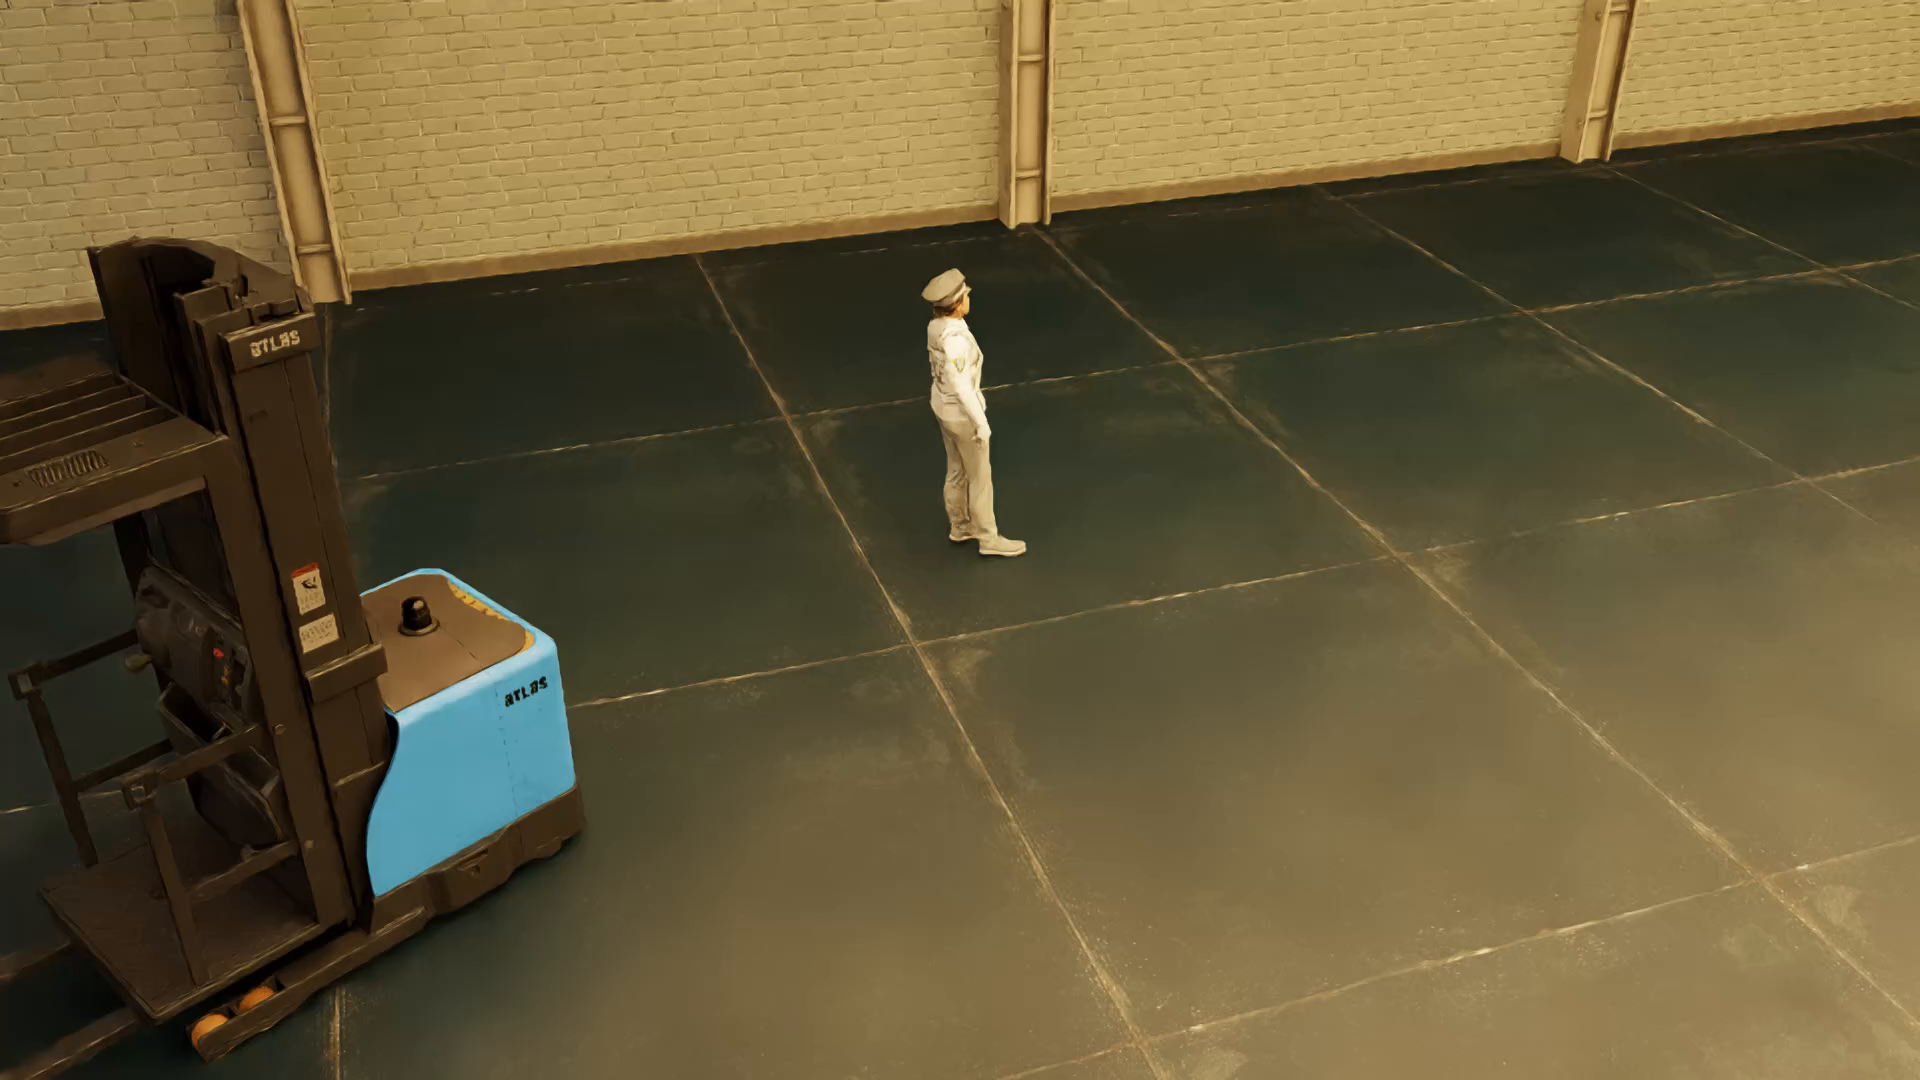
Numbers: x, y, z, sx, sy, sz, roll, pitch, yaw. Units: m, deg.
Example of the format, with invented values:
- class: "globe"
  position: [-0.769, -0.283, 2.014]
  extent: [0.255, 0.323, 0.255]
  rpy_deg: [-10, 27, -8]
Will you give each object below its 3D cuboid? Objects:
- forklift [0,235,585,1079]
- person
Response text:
- class: "forklift"
  position: [-3.089, 0.467, 6.275]
  extent: [1.130, 2.935, 3.031]
  rpy_deg: [25, 38, 36]
- class: "person"
  position: [0.066, -0.748, 9.612]
  extent: [0.532, 1.695, 0.586]
  rpy_deg: [-10, 31, -16]
